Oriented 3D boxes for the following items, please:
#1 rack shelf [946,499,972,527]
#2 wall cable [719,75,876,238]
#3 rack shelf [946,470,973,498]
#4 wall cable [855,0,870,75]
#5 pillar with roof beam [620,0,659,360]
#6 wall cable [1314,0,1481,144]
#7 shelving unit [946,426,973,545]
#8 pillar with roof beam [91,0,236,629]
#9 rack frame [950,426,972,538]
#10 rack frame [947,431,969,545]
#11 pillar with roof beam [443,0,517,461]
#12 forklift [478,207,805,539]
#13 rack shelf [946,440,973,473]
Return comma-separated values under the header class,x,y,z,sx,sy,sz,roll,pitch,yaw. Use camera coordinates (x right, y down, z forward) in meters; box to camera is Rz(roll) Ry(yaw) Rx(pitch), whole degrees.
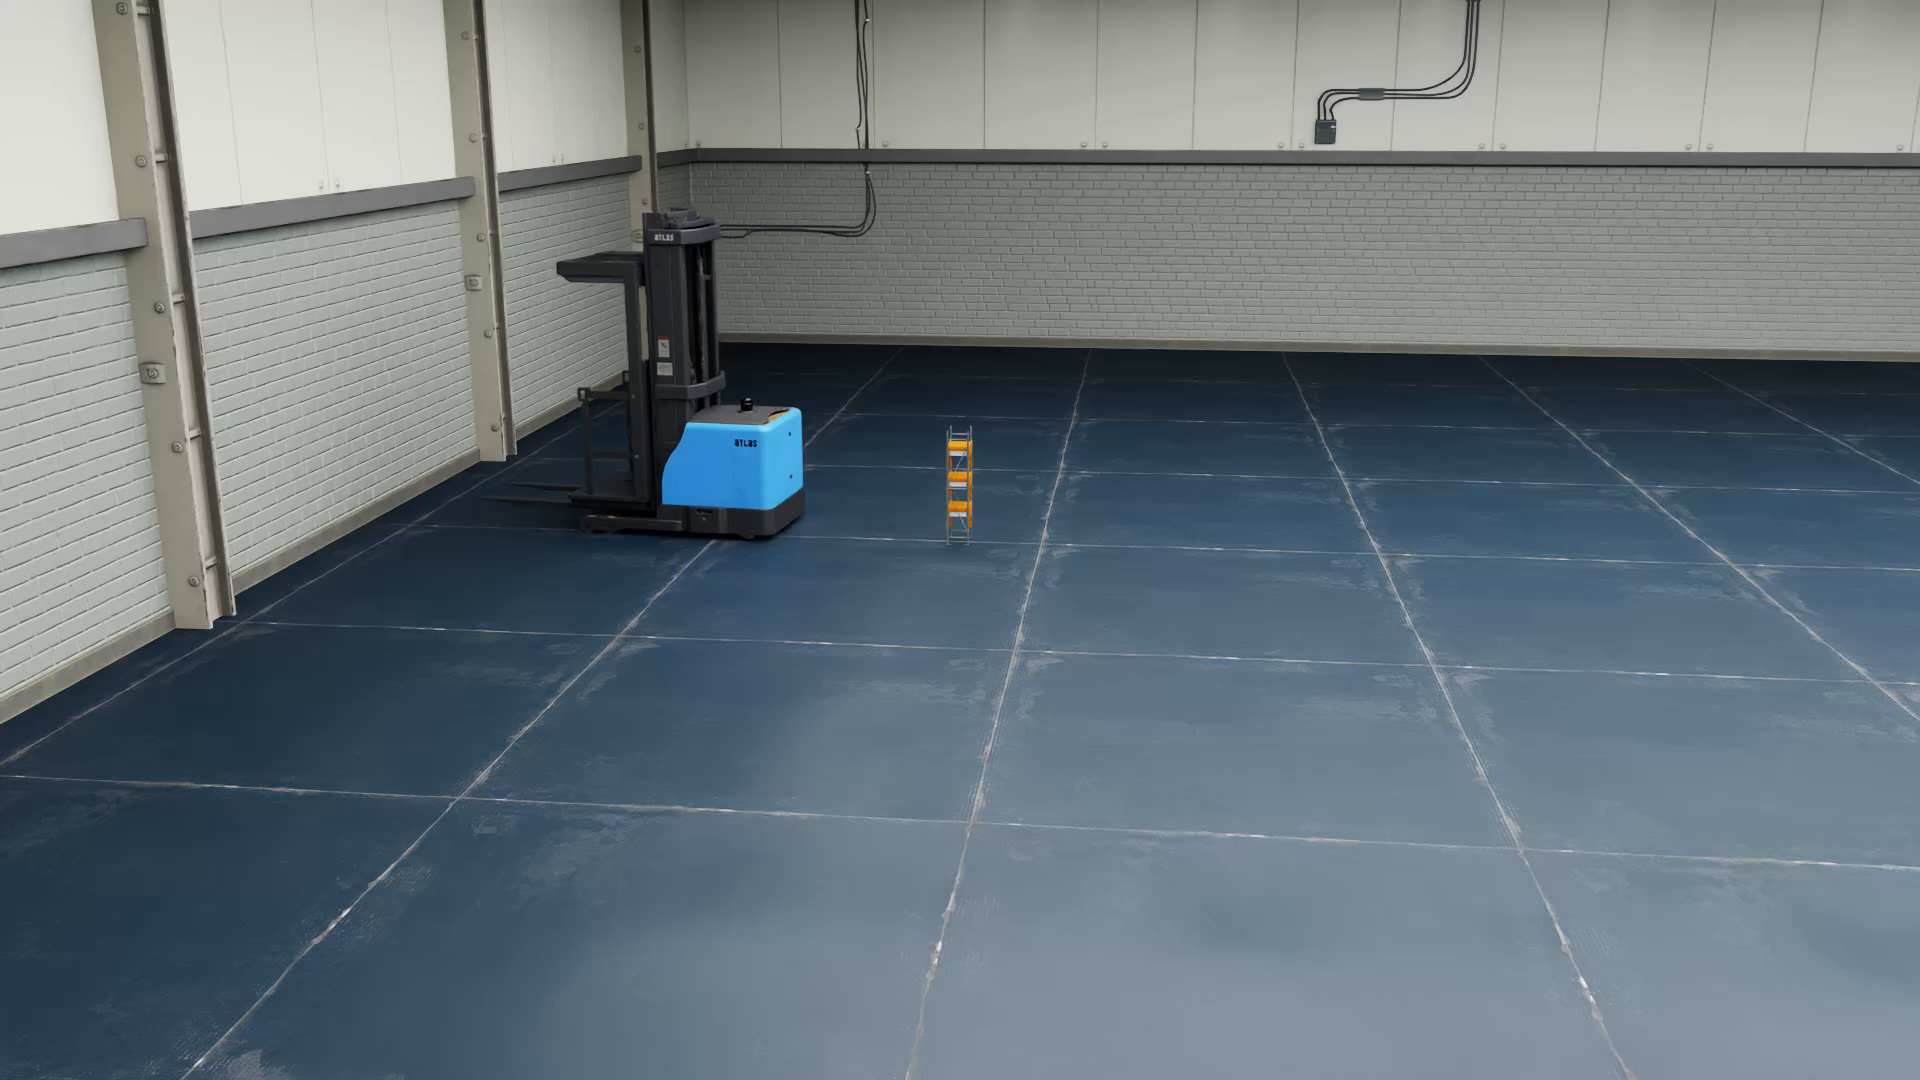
class,x,y,z,sx,sy,sz,roll,pitch,yaw
rack shelf,-0.006,-0.214,15.137,0.215,0.259,0.240,2,15,6
wall cable,-2.874,-6.055,26.353,3.097,2.526,0.112,2,15,6
rack shelf,-0.006,-0.483,15.064,0.215,0.259,0.240,2,15,6
wall cable,-0.185,-8.414,25.399,3.097,2.526,0.112,2,15,6
pillar with roof beam,-0.242,-6.702,22.797,9.100,9.000,0.400,2,15,6
wall cable,6.558,-8.912,24.454,2.305,6.003,0.169,2,15,6
shelving unit,-0.006,-0.493,15.062,0.215,1.050,0.252,2,15,6
pillar with roof beam,-1.596,-3.590,11.287,9.100,9.000,0.400,2,15,6
rack frame,0.008,-0.525,15.179,0.200,1.050,0.008,2,15,6
rack frame,-0.020,-0.461,14.945,0.200,1.050,0.008,2,15,6
pillar with roof beam,-0.919,-5.146,17.042,9.100,9.000,0.400,2,15,6
forklift,-3.065,-1.602,15.559,3.031,2.935,1.130,3,15,12
rack shelf,-0.006,-0.757,14.990,0.215,0.259,0.240,2,15,6
